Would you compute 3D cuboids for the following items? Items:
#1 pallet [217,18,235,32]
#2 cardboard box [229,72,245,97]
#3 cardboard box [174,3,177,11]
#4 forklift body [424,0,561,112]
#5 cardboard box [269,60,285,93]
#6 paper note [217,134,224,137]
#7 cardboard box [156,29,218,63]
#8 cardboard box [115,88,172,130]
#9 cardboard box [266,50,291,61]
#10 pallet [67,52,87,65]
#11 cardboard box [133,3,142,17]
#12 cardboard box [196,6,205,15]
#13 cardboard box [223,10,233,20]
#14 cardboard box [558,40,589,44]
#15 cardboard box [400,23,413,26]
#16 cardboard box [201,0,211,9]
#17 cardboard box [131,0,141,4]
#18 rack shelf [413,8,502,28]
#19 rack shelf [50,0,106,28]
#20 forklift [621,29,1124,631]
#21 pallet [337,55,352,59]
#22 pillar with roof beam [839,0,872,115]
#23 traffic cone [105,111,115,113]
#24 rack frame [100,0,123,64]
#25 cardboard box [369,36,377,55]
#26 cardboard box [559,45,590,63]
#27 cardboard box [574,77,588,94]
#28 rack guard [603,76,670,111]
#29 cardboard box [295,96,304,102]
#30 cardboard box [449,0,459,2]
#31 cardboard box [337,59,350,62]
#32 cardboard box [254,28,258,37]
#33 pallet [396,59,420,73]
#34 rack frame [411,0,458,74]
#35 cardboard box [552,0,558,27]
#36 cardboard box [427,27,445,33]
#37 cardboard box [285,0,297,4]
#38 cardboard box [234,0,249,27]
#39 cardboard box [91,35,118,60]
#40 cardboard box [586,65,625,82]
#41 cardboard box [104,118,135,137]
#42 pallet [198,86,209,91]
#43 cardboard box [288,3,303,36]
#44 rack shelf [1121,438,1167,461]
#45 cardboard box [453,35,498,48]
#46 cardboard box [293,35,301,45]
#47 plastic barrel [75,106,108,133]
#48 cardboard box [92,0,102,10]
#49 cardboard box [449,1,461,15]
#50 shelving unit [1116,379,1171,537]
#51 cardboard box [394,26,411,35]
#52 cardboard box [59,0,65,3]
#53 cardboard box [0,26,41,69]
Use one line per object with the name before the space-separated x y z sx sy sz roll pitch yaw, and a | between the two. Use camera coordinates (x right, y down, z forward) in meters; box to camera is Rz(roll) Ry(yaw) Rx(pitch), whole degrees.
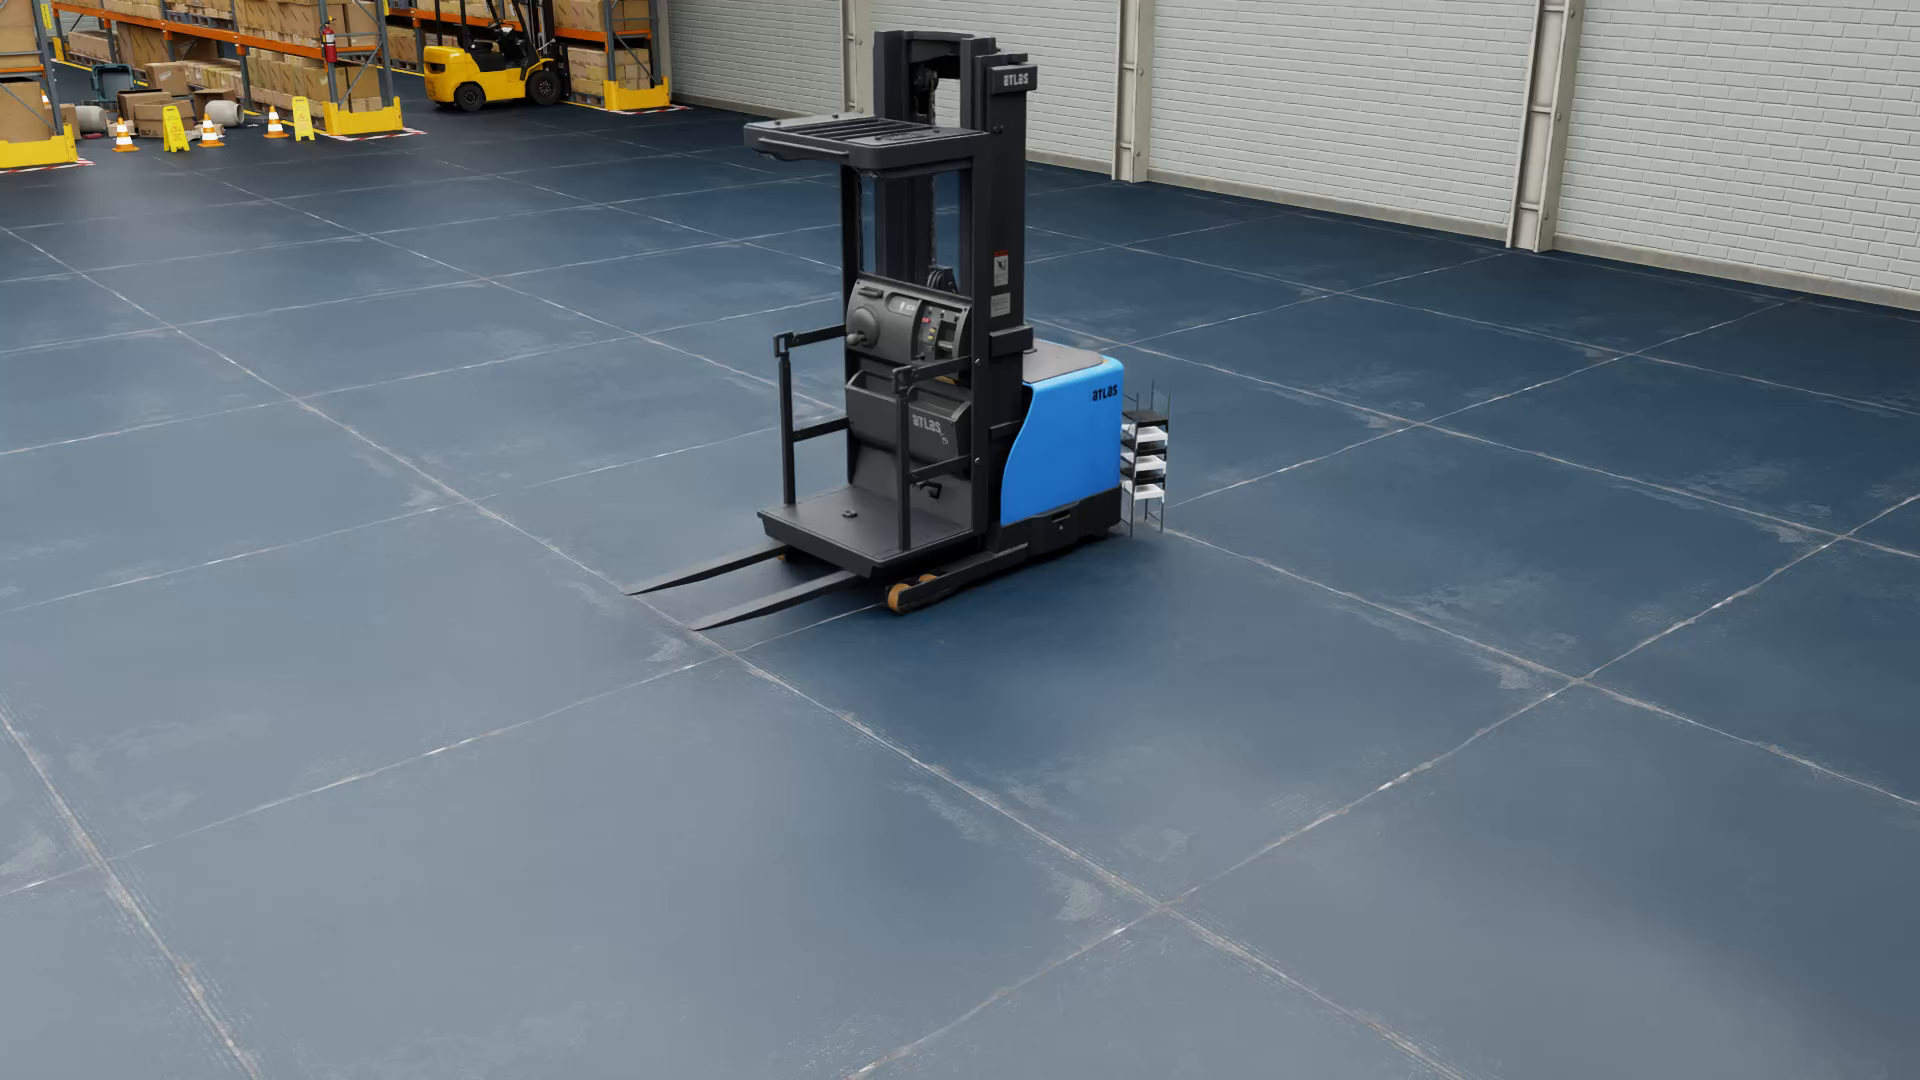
pallet | -12.537 -9.224 29.685 1.003 0.211 1.213 -17 27 -37
cardboard box | -12.492 -8.184 29.793 0.950 0.372 0.625 -17 27 -37
cardboard box | -14.529 -10.031 31.251 0.380 0.149 0.250 -20 29 -41
forklift body | -8.399 -8.840 29.604 2.313 2.155 1.214 -17 27 -37
cardboard box | -11.272 -7.816 27.993 0.500 0.500 0.500 -16 26 -35
paper note | -11.662 -6.367 26.199 0.142 0.019 0.148 12 24 27
cardboard box | -15.147 -9.590 32.692 0.875 0.875 0.875 -18 28 -38
cardboard box | -13.218 -7.002 26.986 0.797 0.637 0.503 -17 27 -37
cardboard box | -11.417 -8.143 27.938 0.380 0.149 0.250 -16 26 -34
pallet | -19.400 -10.882 37.479 1.003 0.211 1.213 -17 27 -37
cardboard box | -15.948 -10.461 32.786 0.500 0.250 0.500 -18 28 -38
cardboard box | -13.670 -9.659 30.301 0.380 0.149 0.250 -16 27 -36
cardboard box | -12.693 -9.223 29.187 0.380 0.149 0.250 -17 27 -37
cardboard box | -7.260 -9.262 31.341 0.500 0.250 0.500 -17 27 -37
cardboard box | -12.134 -11.337 36.778 0.380 0.149 0.250 -19 28 -39
cardboard box | -13.280 -9.802 29.776 0.500 0.500 0.500 -16 27 -36
cardboard box | -15.955 -10.686 32.675 0.500 0.250 0.500 -18 28 -39
rack shelf | -9.696 -10.468 33.584 1.077 0.370 4.000 -17 27 -37
rack shelf | -18.676 -11.496 36.207 1.077 0.370 4.000 -17 27 -37
forklift | -0.444 -1.177 8.969 3.031 2.935 1.130 -19 28 -40
pallet | -14.060 -11.352 38.679 1.003 0.211 1.213 -17 27 -37
pillar with roof beam | -4.896 -9.663 22.316 9.100 9.000 0.400 -17 27 -37
traffic cone | -14.965 -7.738 29.105 0.336 0.463 0.334 -17 27 -37
rack frame | -17.370 -11.278 34.665 1.000 3.000 0.127 -17 27 -37
cardboard box | -12.789 -11.021 36.862 0.500 0.500 0.500 -18 28 -39
cardboard box | -6.991 -8.856 30.304 0.500 0.250 0.500 -17 27 -37
cardboard box | -6.643 -8.255 30.141 0.500 0.250 0.500 -17 27 -37
rack guard | -5.764 -7.975 29.659 1.175 0.500 0.348 -17 27 -37
cardboard box | -10.601 -7.182 27.402 0.500 0.250 0.500 -17 27 -37
cardboard box | -9.890 -10.915 33.259 0.500 0.250 0.500 -17 27 -37
cardboard box | -10.536 -7.806 27.967 0.500 0.500 0.500 -17 27 -36
cardboard box | -11.785 -8.664 28.335 0.380 0.149 0.250 -18 27 -38
pallet | -11.460 -10.272 35.922 1.003 0.211 1.213 -17 27 -37
rack frame | -11.001 -11.355 34.863 1.000 3.000 0.127 -17 27 -37
cardboard box | -7.302 -9.689 30.470 0.500 0.500 0.500 -17 27 -37
cardboard box | -11.259 -10.987 35.885 0.380 0.149 0.250 -16 27 -36
cardboard box | -10.361 -8.844 26.535 0.700 0.500 0.500 -17 27 -37
cardboard box | -12.072 -9.065 28.470 0.500 0.500 0.500 -18 27 -38
cardboard box | -18.284 -10.727 36.195 0.875 0.438 0.875 -18 28 -39
cardboard box | -6.334 -8.353 29.707 0.500 0.250 0.500 -18 28 -38
cardboard box | -13.315 -6.552 26.348 0.396 0.266 0.258 -12 25 -28
pallet | -13.458 -8.321 30.940 1.003 0.211 1.213 -17 27 -37
cardboard box | -10.423 -8.371 26.700 0.500 0.500 0.500 -17 27 -37
rack shelf | 1.095 -0.544 9.982 0.200 0.077 0.258 -7 22 -19
cardboard box | -9.732 -9.905 33.841 0.875 0.625 0.625 -19 28 -40
cardboard box | -10.535 -8.081 26.849 0.380 0.149 0.250 -17 27 -37
plastic barrel | -13.930 -6.714 26.544 0.512 0.421 0.421 0 21 -1
cardboard box | -17.866 -11.392 34.819 0.500 0.500 0.500 -17 27 -37
cardboard box | -9.893 -10.680 33.345 0.500 0.250 0.500 -16 27 -36
shelving unit | 1.094 -0.491 10.002 0.210 0.900 0.258 -7 22 -19
cardboard box | -11.994 -11.000 35.919 0.380 0.149 0.250 -16 27 -36
cardboard box | -19.534 -12.096 36.616 0.500 0.500 0.500 -18 28 -38
cardboard box | -13.498 -6.918 23.328 0.875 0.550 0.550 -17 27 -37
